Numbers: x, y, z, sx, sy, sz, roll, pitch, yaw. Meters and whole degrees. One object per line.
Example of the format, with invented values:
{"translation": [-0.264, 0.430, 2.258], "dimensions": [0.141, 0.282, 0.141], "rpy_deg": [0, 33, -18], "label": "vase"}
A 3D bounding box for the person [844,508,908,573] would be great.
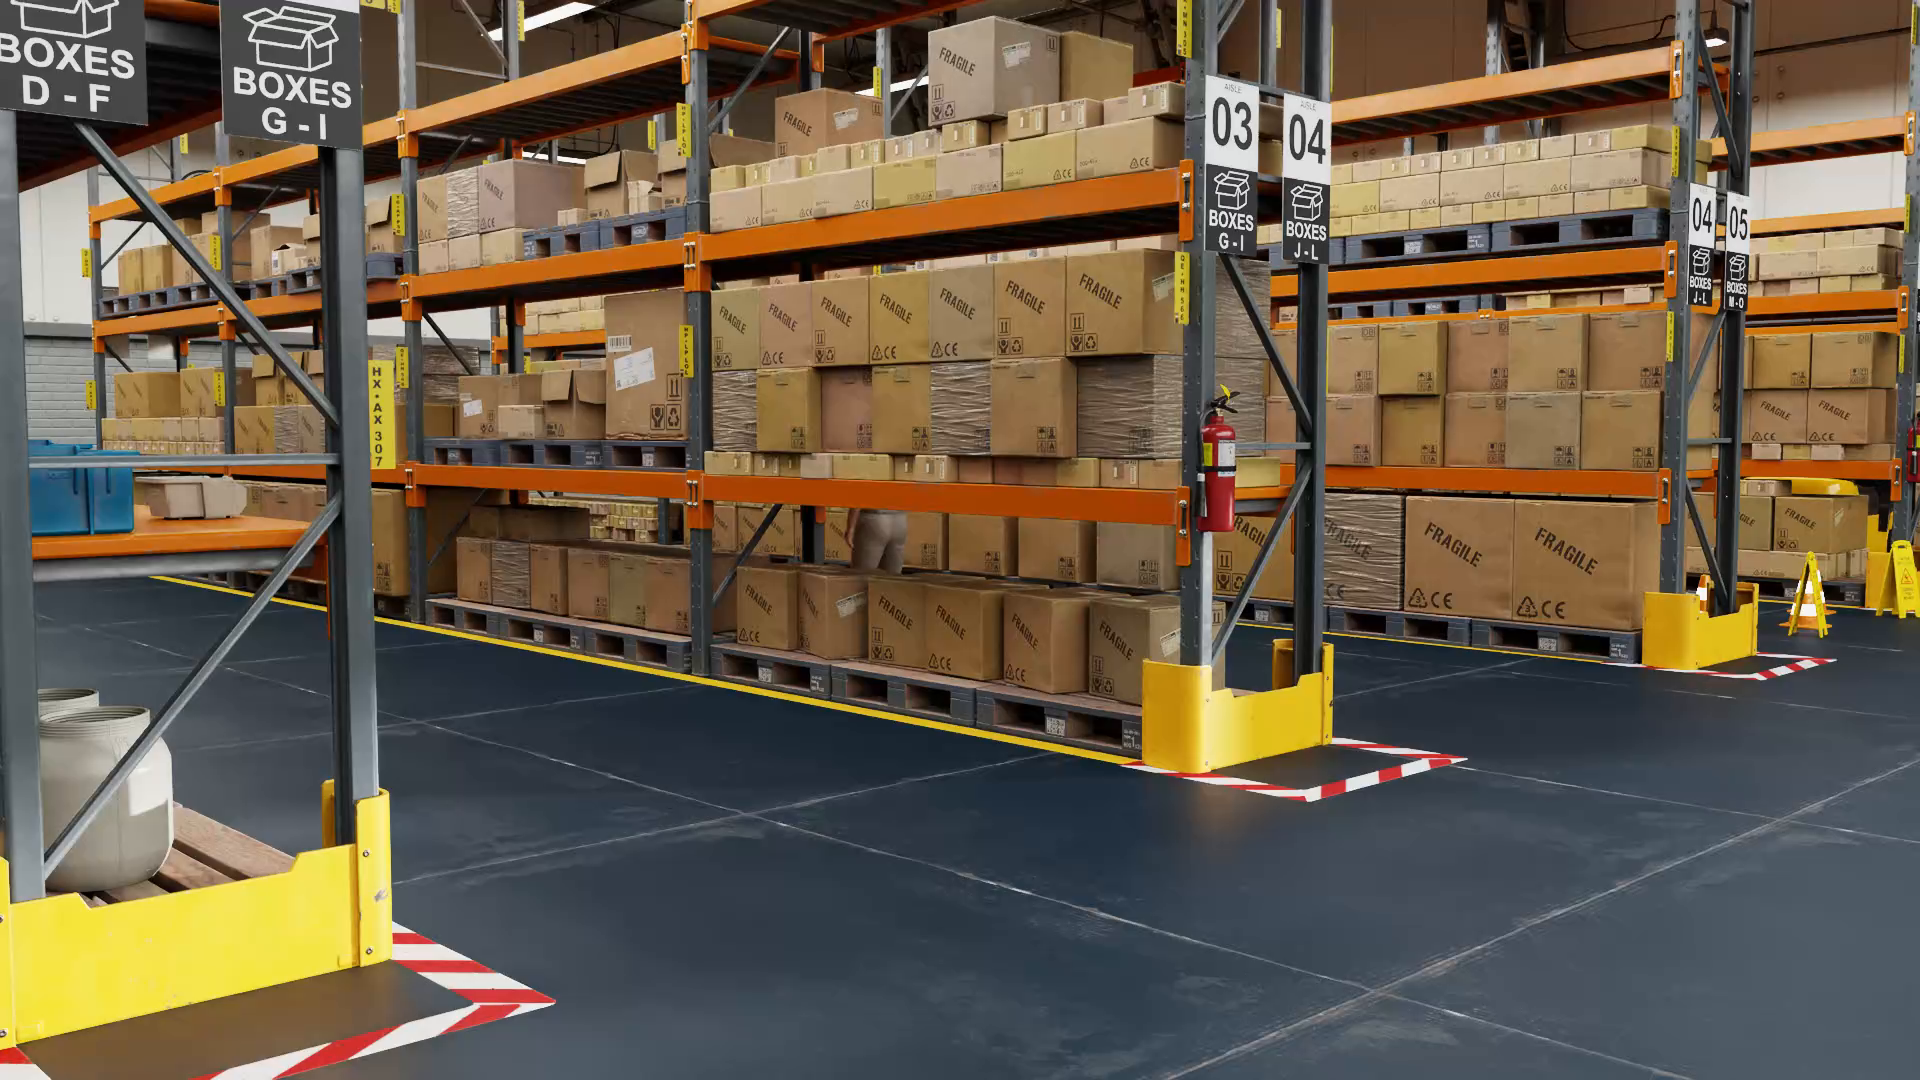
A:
{"translation": [-0.616, -0.097, 12.300], "dimensions": [0.394, 1.727, 0.585], "rpy_deg": [4, 5, 42], "label": "person"}
